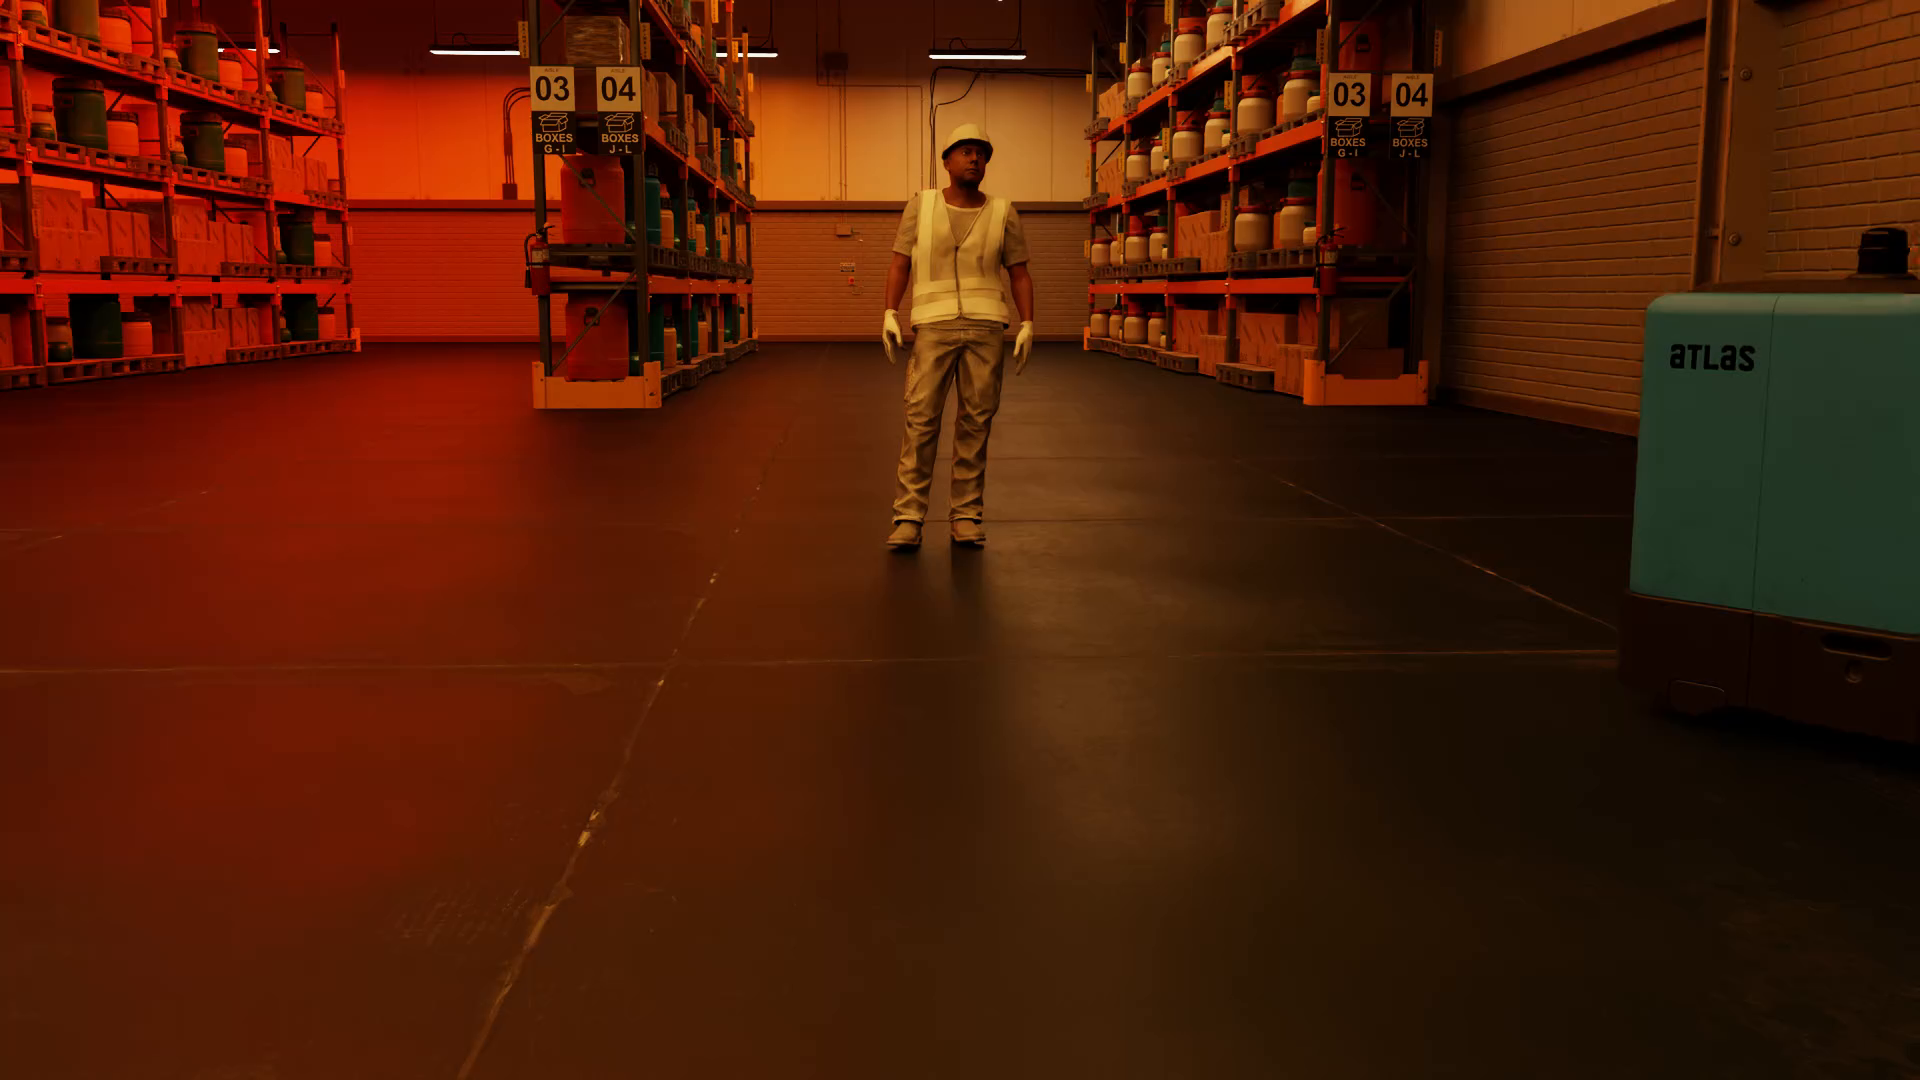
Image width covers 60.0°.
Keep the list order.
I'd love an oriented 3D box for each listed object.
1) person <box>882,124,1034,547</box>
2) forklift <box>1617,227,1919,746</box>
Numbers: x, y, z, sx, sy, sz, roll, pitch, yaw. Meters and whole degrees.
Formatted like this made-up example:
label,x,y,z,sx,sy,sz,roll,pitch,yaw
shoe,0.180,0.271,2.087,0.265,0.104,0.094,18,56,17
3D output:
label,x,y,z,sx,sy,sz,roll,pitch,yaw
person,-0.003,-0.878,7.106,0.656,1.784,0.574,-1,8,-4
forklift,3.038,-0.887,3.301,1.130,2.935,3.031,-7,11,-39
